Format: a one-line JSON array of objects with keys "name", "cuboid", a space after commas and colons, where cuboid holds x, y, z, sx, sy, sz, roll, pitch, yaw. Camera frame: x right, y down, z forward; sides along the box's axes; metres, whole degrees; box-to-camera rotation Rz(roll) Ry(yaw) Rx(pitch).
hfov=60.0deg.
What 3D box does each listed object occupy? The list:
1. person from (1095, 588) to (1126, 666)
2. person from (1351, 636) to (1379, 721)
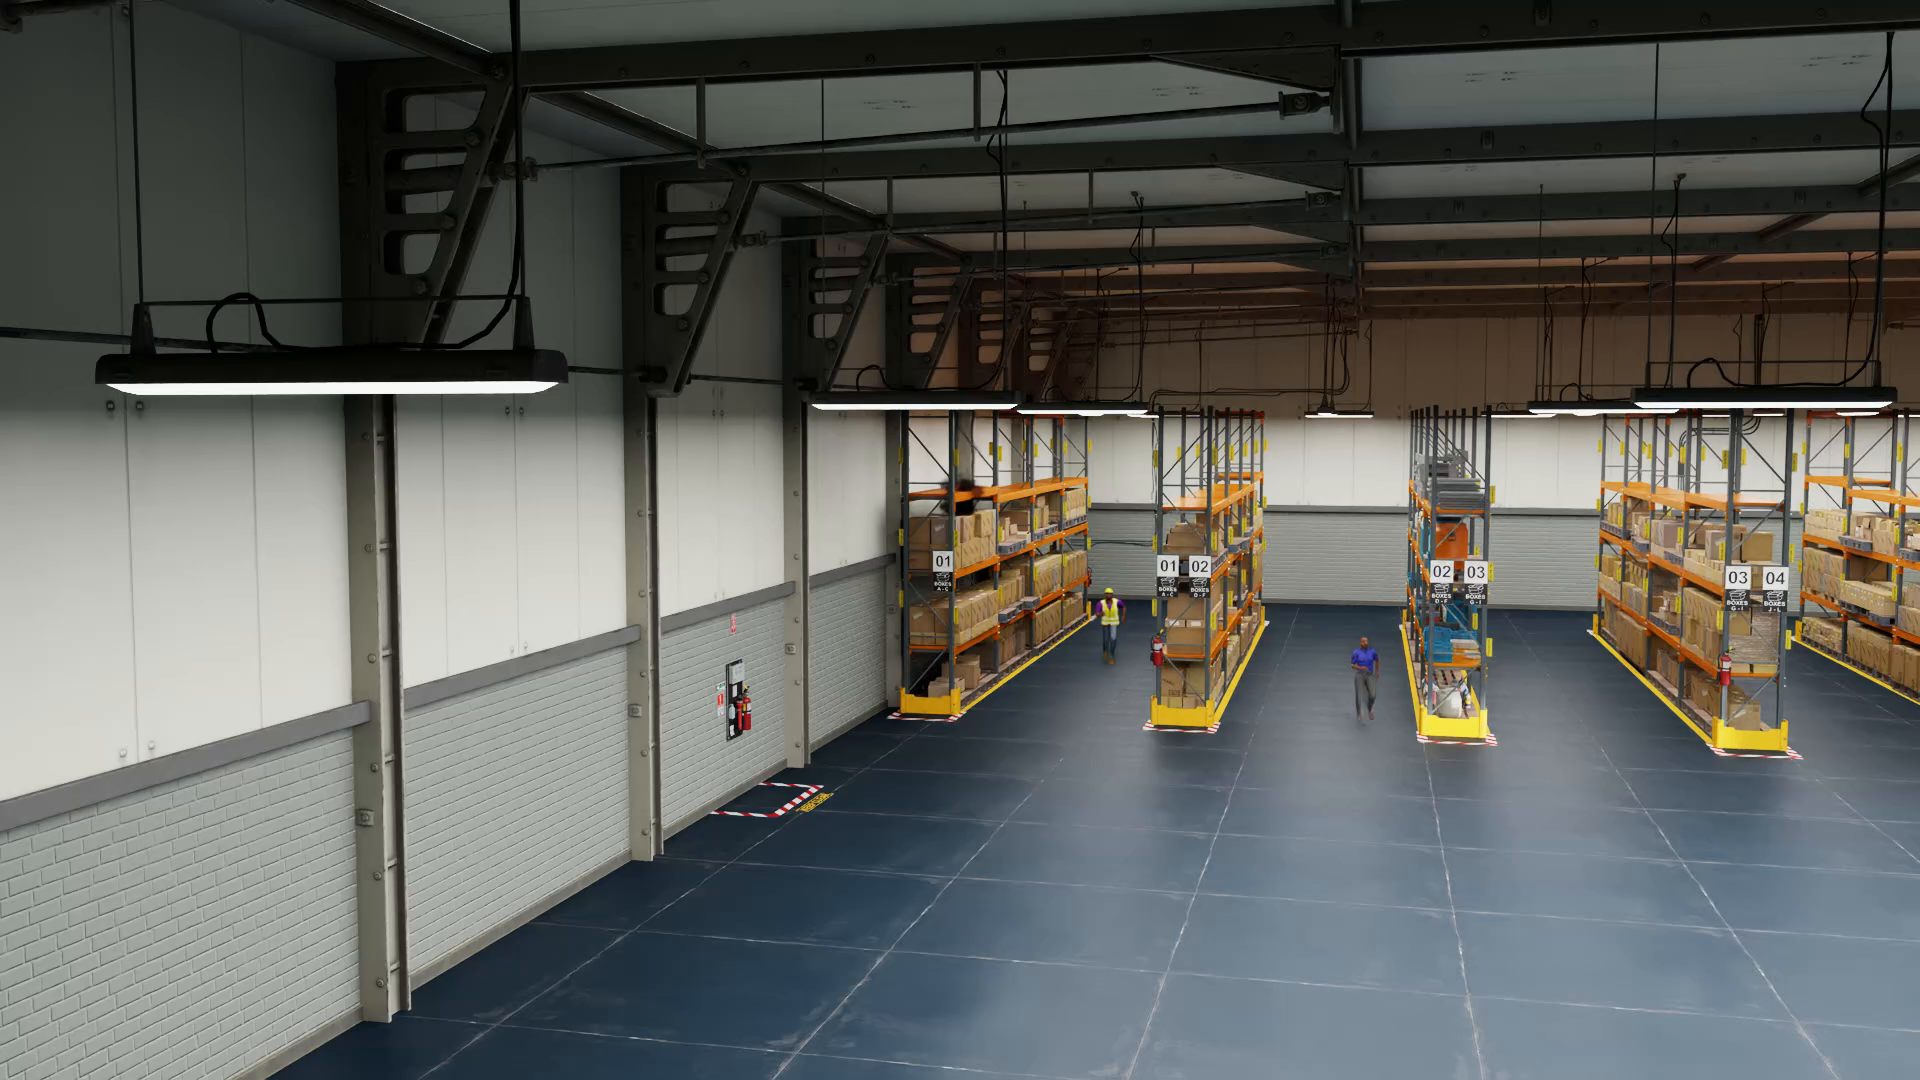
[{"name": "person", "cuboid": [3.538, 2.030, 39.256, 0.699, 1.820, 0.906, 1, 4, 9]}, {"name": "person", "cuboid": [7.701, 2.641, 31.544, 0.577, 1.636, 0.629, 0, 4, 3]}]
